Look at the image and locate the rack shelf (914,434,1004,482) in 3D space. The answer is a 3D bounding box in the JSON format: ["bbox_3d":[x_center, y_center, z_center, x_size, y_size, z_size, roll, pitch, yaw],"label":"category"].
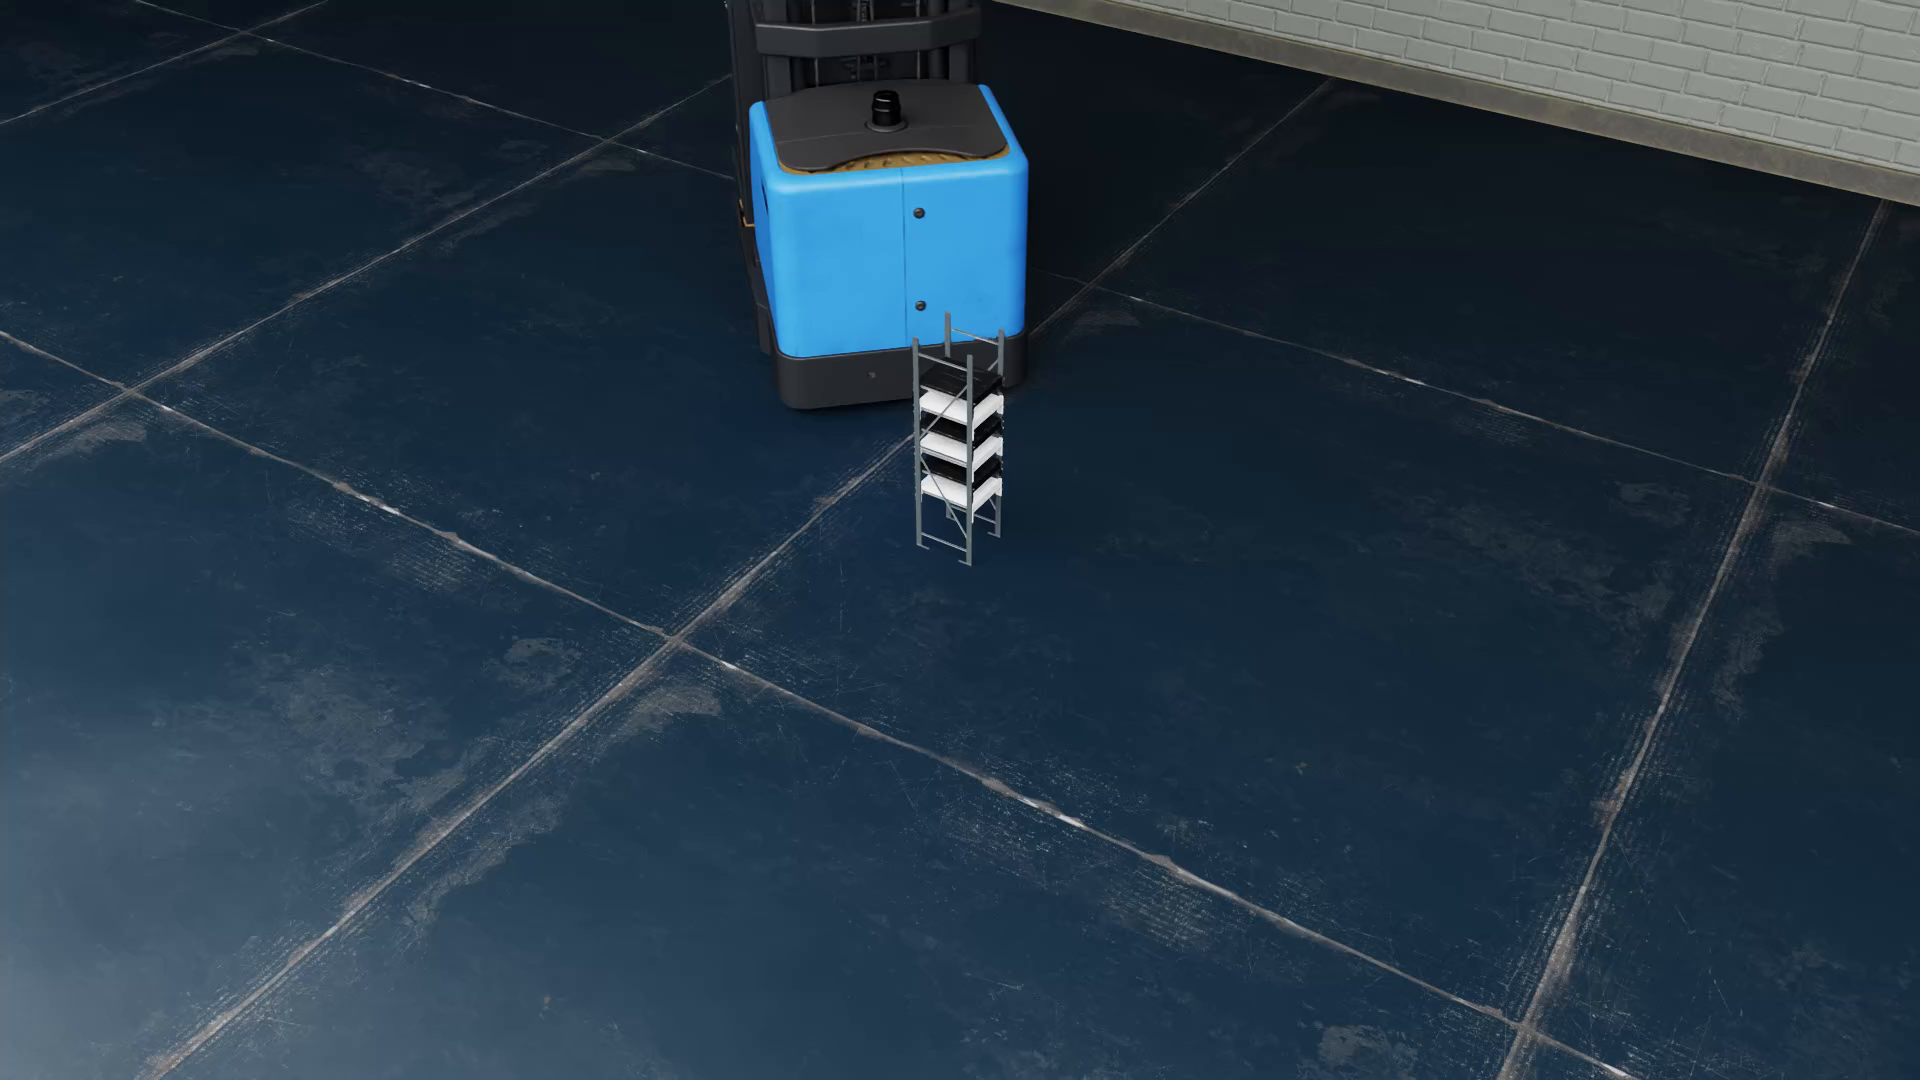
[{"bbox_3d":[-0.004,-0.326,5.990,0.258,0.077,0.200,21,42,25],"label":"rack shelf"}]

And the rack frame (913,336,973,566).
[{"bbox_3d":[-0.059,-0.300,5.902,0.240,0.900,0.006,21,42,25],"label":"rack frame"}]

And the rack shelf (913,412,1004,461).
[{"bbox_3d":[-0.004,-0.397,5.935,0.258,0.077,0.200,21,42,25],"label":"rack shelf"}]

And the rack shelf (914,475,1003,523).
[{"bbox_3d":[-0.004,-0.183,6.100,0.258,0.077,0.200,21,42,25],"label":"rack shelf"}]

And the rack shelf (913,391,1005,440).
[{"bbox_3d":[-0.004,-0.468,5.880,0.258,0.077,0.200,21,42,25],"label":"rack shelf"}]

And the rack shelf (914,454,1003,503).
[{"bbox_3d":[-0.004,-0.255,6.045,0.258,0.077,0.200,21,42,25],"label":"rack shelf"}]

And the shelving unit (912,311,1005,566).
[{"bbox_3d":[-0.004,-0.352,5.970,0.258,0.900,0.210,21,42,25],"label":"shelving unit"}]

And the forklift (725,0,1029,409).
[{"bbox_3d":[-0.504,-2.597,7.218,1.130,2.935,3.031,-7,38,-9],"label":"forklift"}]

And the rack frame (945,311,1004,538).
[{"bbox_3d":[0.050,-0.405,6.038,0.240,0.900,0.006,21,42,25],"label":"rack frame"}]

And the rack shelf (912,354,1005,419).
[{"bbox_3d":[-0.004,-0.540,5.825,0.258,0.077,0.200,21,42,25],"label":"rack shelf"}]
